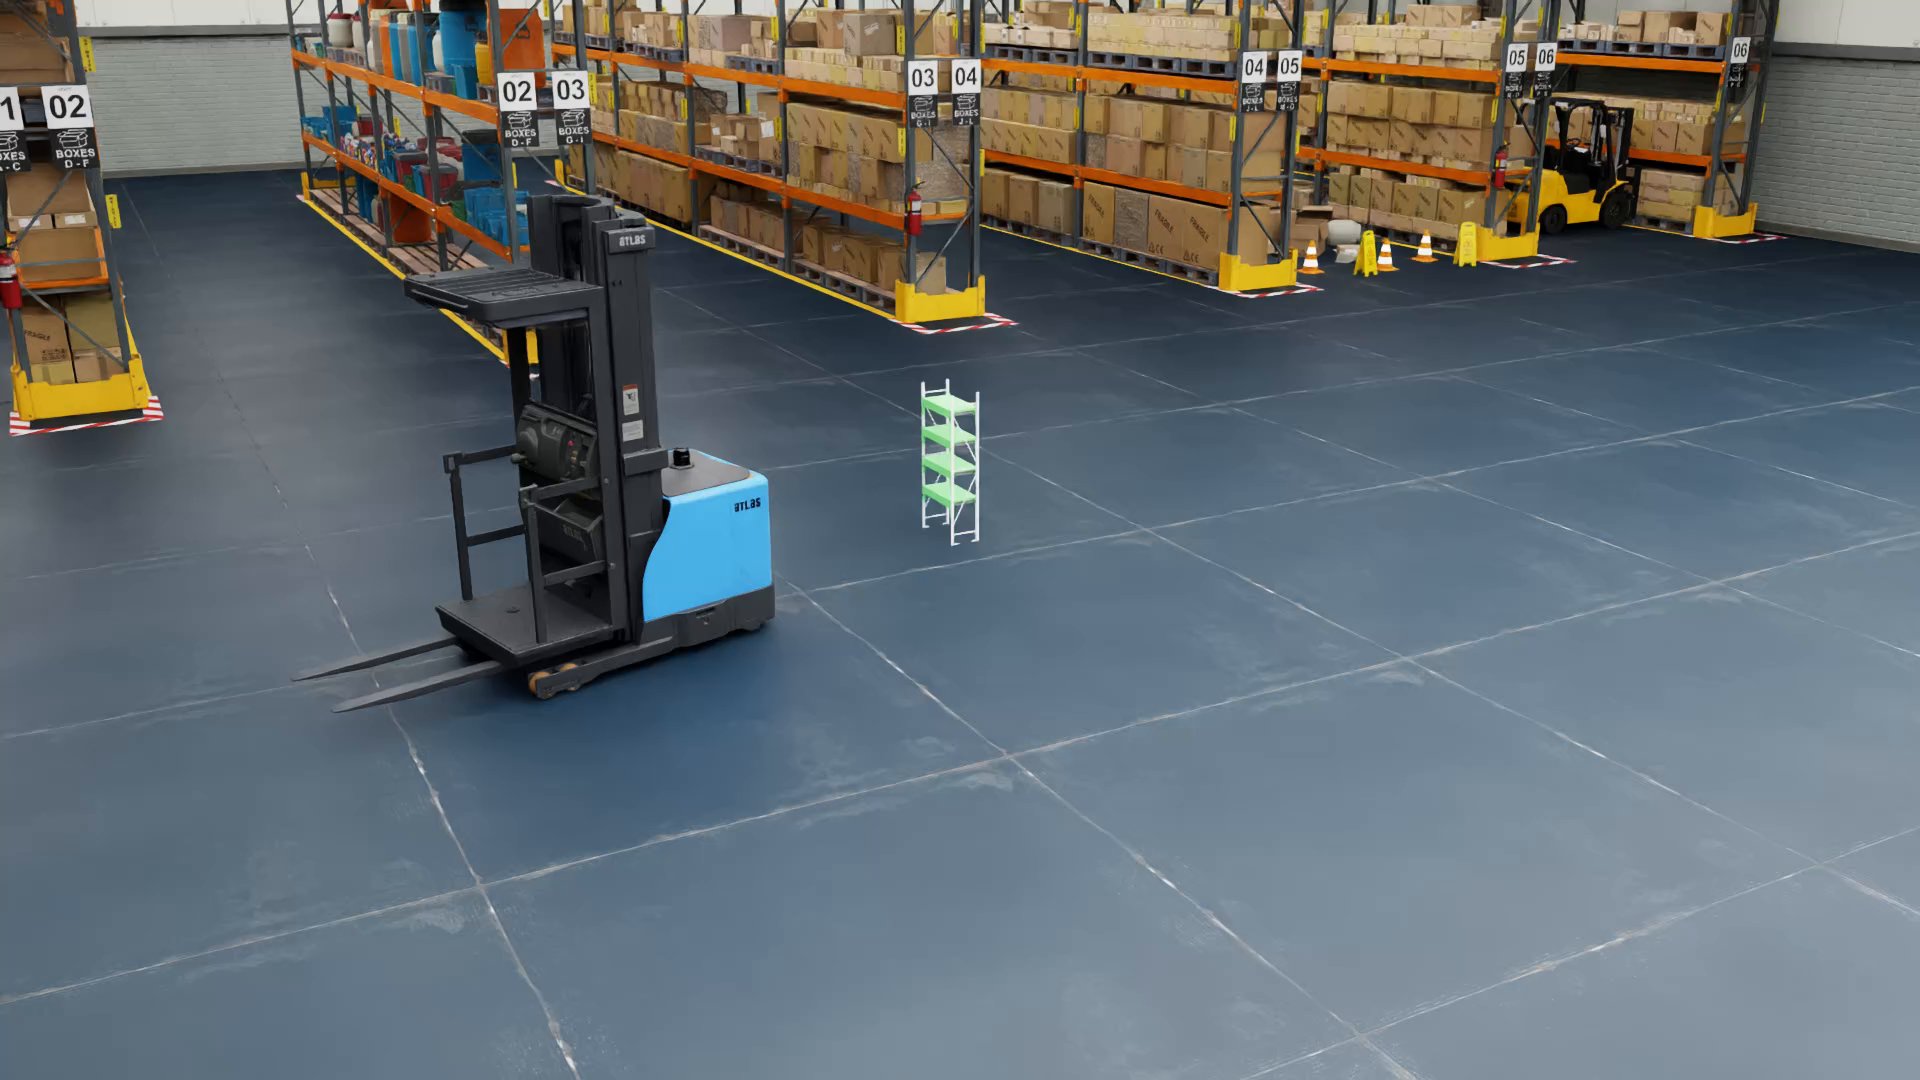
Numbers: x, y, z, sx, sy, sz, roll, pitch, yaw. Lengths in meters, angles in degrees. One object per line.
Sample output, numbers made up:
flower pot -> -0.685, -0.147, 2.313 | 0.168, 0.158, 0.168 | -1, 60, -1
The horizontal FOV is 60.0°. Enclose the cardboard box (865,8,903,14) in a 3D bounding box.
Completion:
cardboard box -> -1.418, -10.002, 32.124 | 0.700, 0.500, 0.500 | -10, 21, -27

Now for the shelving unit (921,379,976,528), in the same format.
shelving unit -> -0.081, -0.616, 13.078 | 0.258, 1.200, 0.492 | -10, 21, -27

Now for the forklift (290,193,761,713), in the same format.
forklift -> -2.702, -0.595, 10.361 | 3.031, 2.935, 1.121 | -16, 25, -39

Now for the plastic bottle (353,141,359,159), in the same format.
plastic bottle -> -9.838, -6.375, 27.198 | 0.152, 0.276, 0.135 | -10, 21, -27

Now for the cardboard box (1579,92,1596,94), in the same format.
cardboard box -> 11.473, -8.105, 30.417 | 0.380, 0.149, 0.250 | -11, 22, -28

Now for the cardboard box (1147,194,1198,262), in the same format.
cardboard box -> 3.398, -4.650, 24.624 | 0.875, 0.875, 0.875 | -10, 22, -28

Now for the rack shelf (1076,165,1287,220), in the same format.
rack shelf -> 3.248, -5.254, 24.861 | 1.077, 0.370, 4.000 | -10, 21, -27

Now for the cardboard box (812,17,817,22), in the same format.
cardboard box -> -2.701, -10.588, 34.083 | 0.500, 0.250, 0.500 | -11, 22, -29

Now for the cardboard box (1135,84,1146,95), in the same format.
cardboard box -> 3.750, -9.029, 33.014 | 0.500, 0.500, 0.500 | -10, 21, -27

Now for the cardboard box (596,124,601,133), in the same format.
cardboard box -> -6.713, -7.865, 31.710 | 0.380, 0.149, 0.250 | -10, 21, -26

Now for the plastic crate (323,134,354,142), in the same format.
plastic crate -> -11.041, -7.136, 29.543 | 0.437, 0.125, 0.590 | -10, 21, -27

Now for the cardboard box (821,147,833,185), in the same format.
cardboard box -> -1.423, -5.201, 22.996 | 0.875, 0.500, 0.500 | -10, 21, -27

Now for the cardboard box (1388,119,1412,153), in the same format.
cardboard box -> 7.313, -6.553, 26.916 | 0.500, 0.500, 0.500 | -10, 21, -26

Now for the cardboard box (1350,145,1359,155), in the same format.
cardboard box -> 6.792, -6.569, 27.954 | 0.380, 0.149, 0.250 | -10, 21, -27

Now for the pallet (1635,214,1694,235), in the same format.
pallet -> 12.472, -5.480, 28.689 | 1.003, 0.211, 1.213 | -10, 21, -27

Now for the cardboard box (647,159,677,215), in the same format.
cardboard box -> -4.740, -6.229, 29.199 | 1.225, 0.875, 0.875 | -10, 21, -26

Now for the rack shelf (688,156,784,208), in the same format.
rack shelf -> -3.065, -5.663, 26.046 | 1.077, 0.370, 4.000 | -10, 21, -27

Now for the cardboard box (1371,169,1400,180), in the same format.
cardboard box -> 7.032, -6.043, 27.473 | 0.380, 0.149, 0.250 | -9, 21, -24

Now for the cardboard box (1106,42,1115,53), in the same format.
cardboard box -> 2.414, -7.410, 24.996 | 0.380, 0.149, 0.250 | -10, 21, -27

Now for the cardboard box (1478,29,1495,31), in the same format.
cardboard box -> 8.265, -7.860, 25.875 | 0.380, 0.149, 0.250 | -10, 21, -27

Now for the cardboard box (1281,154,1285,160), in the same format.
cardboard box -> 7.467, -8.722, 36.998 | 0.500, 0.500, 0.500 | -10, 22, -27

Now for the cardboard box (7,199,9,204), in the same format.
cardboard box -> -9.901, -3.553, 17.681 | 0.380, 0.149, 0.250 | -9, 21, -25

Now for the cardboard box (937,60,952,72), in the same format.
cardboard box -> -0.143, -5.931, 20.741 | 0.380, 0.149, 0.250 | -10, 21, -27

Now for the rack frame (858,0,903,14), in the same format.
rack frame -> -1.501, -11.300, 32.084 | 1.000, 3.000, 0.127 | -10, 21, -27

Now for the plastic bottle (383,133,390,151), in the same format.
plastic bottle -> -9.587, -6.646, 27.869 | 0.144, 0.351, 0.185 | -10, 21, -27

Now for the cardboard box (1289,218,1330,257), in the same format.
cardboard box -> 5.444, -4.747, 26.118 | 0.637, 0.503, 0.797 | 7, 20, 20

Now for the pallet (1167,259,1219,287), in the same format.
pallet -> 3.749, -3.919, 24.165 | 1.003, 0.211, 1.213 | -10, 21, -27

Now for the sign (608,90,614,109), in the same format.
sign -> -6.402, -8.085, 30.516 | 0.100, 0.325, 0.005 | -10, 21, -27

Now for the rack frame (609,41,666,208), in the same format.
rack frame -> -5.914, -7.725, 30.921 | 1.000, 3.000, 0.127 | -10, 21, -27

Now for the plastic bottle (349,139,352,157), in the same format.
plastic bottle -> -10.052, -6.477, 27.481 | 0.061, 0.283, 0.133 | -10, 21, -27

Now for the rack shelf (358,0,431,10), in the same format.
rack shelf -> -7.424, -7.542, 22.910 | 1.077, 0.370, 4.000 | -10, 21, -27

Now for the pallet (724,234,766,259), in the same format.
pallet -> -3.069, -4.684, 26.383 | 1.003, 0.211, 1.213 | -10, 21, -27

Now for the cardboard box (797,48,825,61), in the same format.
cardboard box -> -2.045, -6.757, 23.136 | 0.380, 0.149, 0.250 | -11, 22, -29

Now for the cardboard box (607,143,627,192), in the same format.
cardboard box -> -6.157, -7.121, 31.784 | 0.875, 0.875, 0.875 | -10, 21, -27

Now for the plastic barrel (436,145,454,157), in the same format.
plastic barrel -> -7.497, -5.479, 24.241 | 0.421, 0.512, 0.421 | 0, 19, 0

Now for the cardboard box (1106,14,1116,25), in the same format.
cardboard box -> 2.414, -7.787, 24.867 | 0.380, 0.149, 0.250 | -10, 22, -27

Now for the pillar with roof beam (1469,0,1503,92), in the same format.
pillar with roof beam -> 6.697, -10.816, 30.682 | 9.100, 9.000, 0.400 | -10, 21, -27

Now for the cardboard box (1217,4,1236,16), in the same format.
cardboard box -> 6.241, -12.153, 38.161 | 0.500, 0.250, 0.500 | -10, 21, -26

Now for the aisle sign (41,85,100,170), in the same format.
aisle sign -> -8.635, -4.005, 16.153 | 0.394, 0.787, 0.004 | -10, 21, -27

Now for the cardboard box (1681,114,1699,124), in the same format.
cardboard box -> 12.314, -7.064, 27.857 | 0.380, 0.149, 0.250 | -10, 21, -26

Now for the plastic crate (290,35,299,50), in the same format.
plastic crate -> -12.235, -9.309, 31.112 | 0.497, 0.269, 0.590 | -10, 21, -27

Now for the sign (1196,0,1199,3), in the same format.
sign -> 5.773, -13.095, 40.527 | 0.100, 0.325, 0.005 | -10, 21, -27

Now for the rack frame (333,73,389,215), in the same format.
rack frame -> -12.734, -5.035, 23.126 | 10.885, 3.000, 8.090 | -10, 21, -27

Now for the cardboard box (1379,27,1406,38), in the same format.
cardboard box -> 6.999, -8.209, 26.886 | 0.380, 0.149, 0.250 | -11, 22, -28

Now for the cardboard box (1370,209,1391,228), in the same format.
cardboard box -> 7.167, -5.348, 27.602 | 0.500, 0.250, 0.500 | -10, 22, -27

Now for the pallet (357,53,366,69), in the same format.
pallet -> -8.650, -7.373, 25.591 | 1.003, 0.211, 1.213 | -10, 21, -27

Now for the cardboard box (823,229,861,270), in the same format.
cardboard box -> -1.682, -4.161, 23.781 | 0.500, 0.500, 0.500 | -3, 19, -9

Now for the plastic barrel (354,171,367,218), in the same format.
plastic barrel -> -10.029, -6.006, 28.511 | 0.600, 0.901, 0.708 | -10, 21, -27

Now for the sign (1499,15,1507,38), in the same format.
sign -> 8.008, -7.572, 24.520 | 0.100, 0.325, 0.005 | -10, 21, -27

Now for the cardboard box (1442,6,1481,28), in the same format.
cardboard box -> 9.686, -10.055, 32.123 | 0.500, 0.500, 0.500 | -9, 21, -25

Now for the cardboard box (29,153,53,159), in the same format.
cardboard box -> -9.426, -3.709, 17.139 | 0.700, 0.500, 0.500 | -11, 22, -28

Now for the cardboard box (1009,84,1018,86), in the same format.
cardboard box -> 1.374, -9.984, 37.313 | 0.500, 0.500, 0.500 | -10, 21, -27

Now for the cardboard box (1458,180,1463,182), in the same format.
cardboard box -> -3.306, -6.361, 26.166 | 30.655, 3.103, 2.596 | -11, 22, -29

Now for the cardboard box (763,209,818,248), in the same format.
cardboard box -> -2.598, -4.774, 25.527 | 0.700, 0.500, 0.500 | -10, 21, -27

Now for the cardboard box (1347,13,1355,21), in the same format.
cardboard box -> 8.156, -10.911, 34.718 | 0.380, 0.149, 0.250 | -11, 22, -28

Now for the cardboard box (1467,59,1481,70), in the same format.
cardboard box -> 7.943, -7.240, 25.301 | 0.380, 0.149, 0.250 | -10, 21, -26
